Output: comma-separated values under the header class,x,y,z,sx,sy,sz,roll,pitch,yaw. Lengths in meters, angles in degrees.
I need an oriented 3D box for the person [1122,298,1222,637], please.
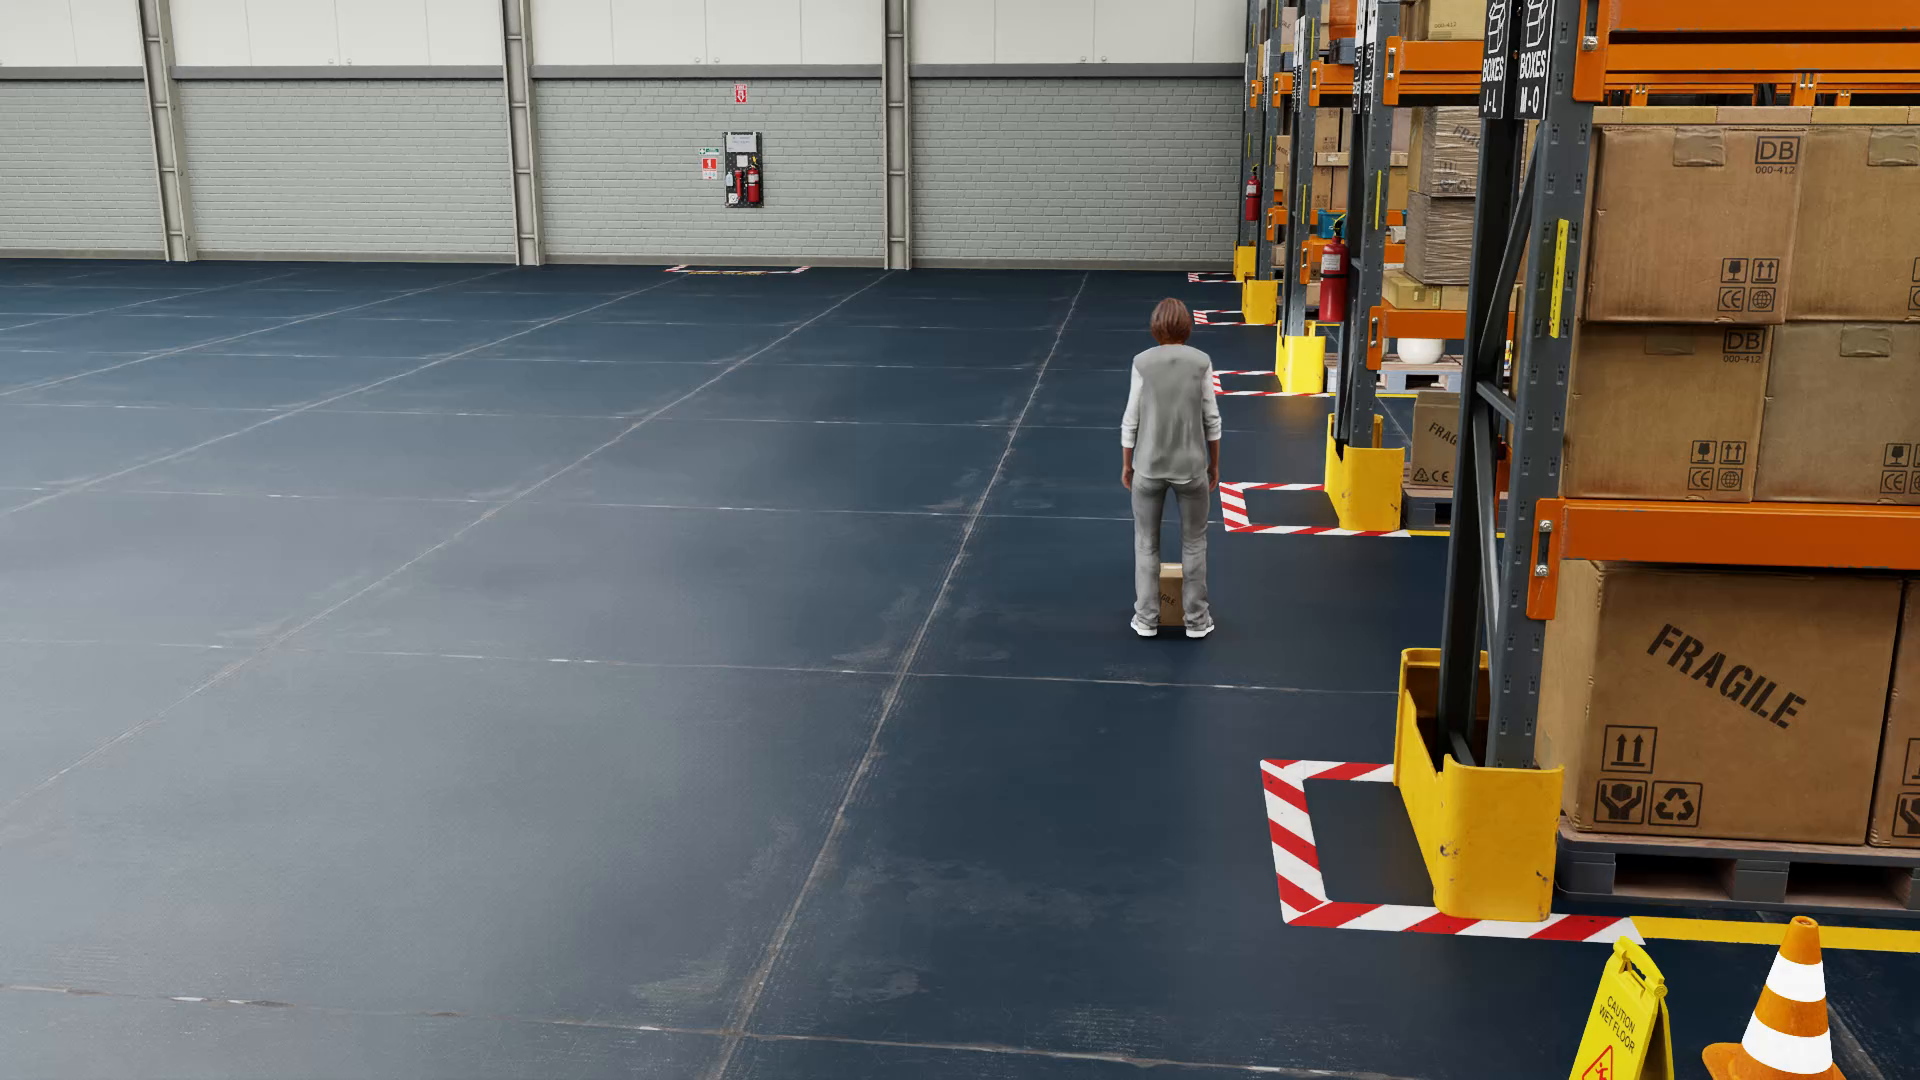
class,x,y,z,sx,sy,sz,roll,pitch,yaw
person,0.985,-0.324,7.777,0.465,1.593,0.348,2,15,6
